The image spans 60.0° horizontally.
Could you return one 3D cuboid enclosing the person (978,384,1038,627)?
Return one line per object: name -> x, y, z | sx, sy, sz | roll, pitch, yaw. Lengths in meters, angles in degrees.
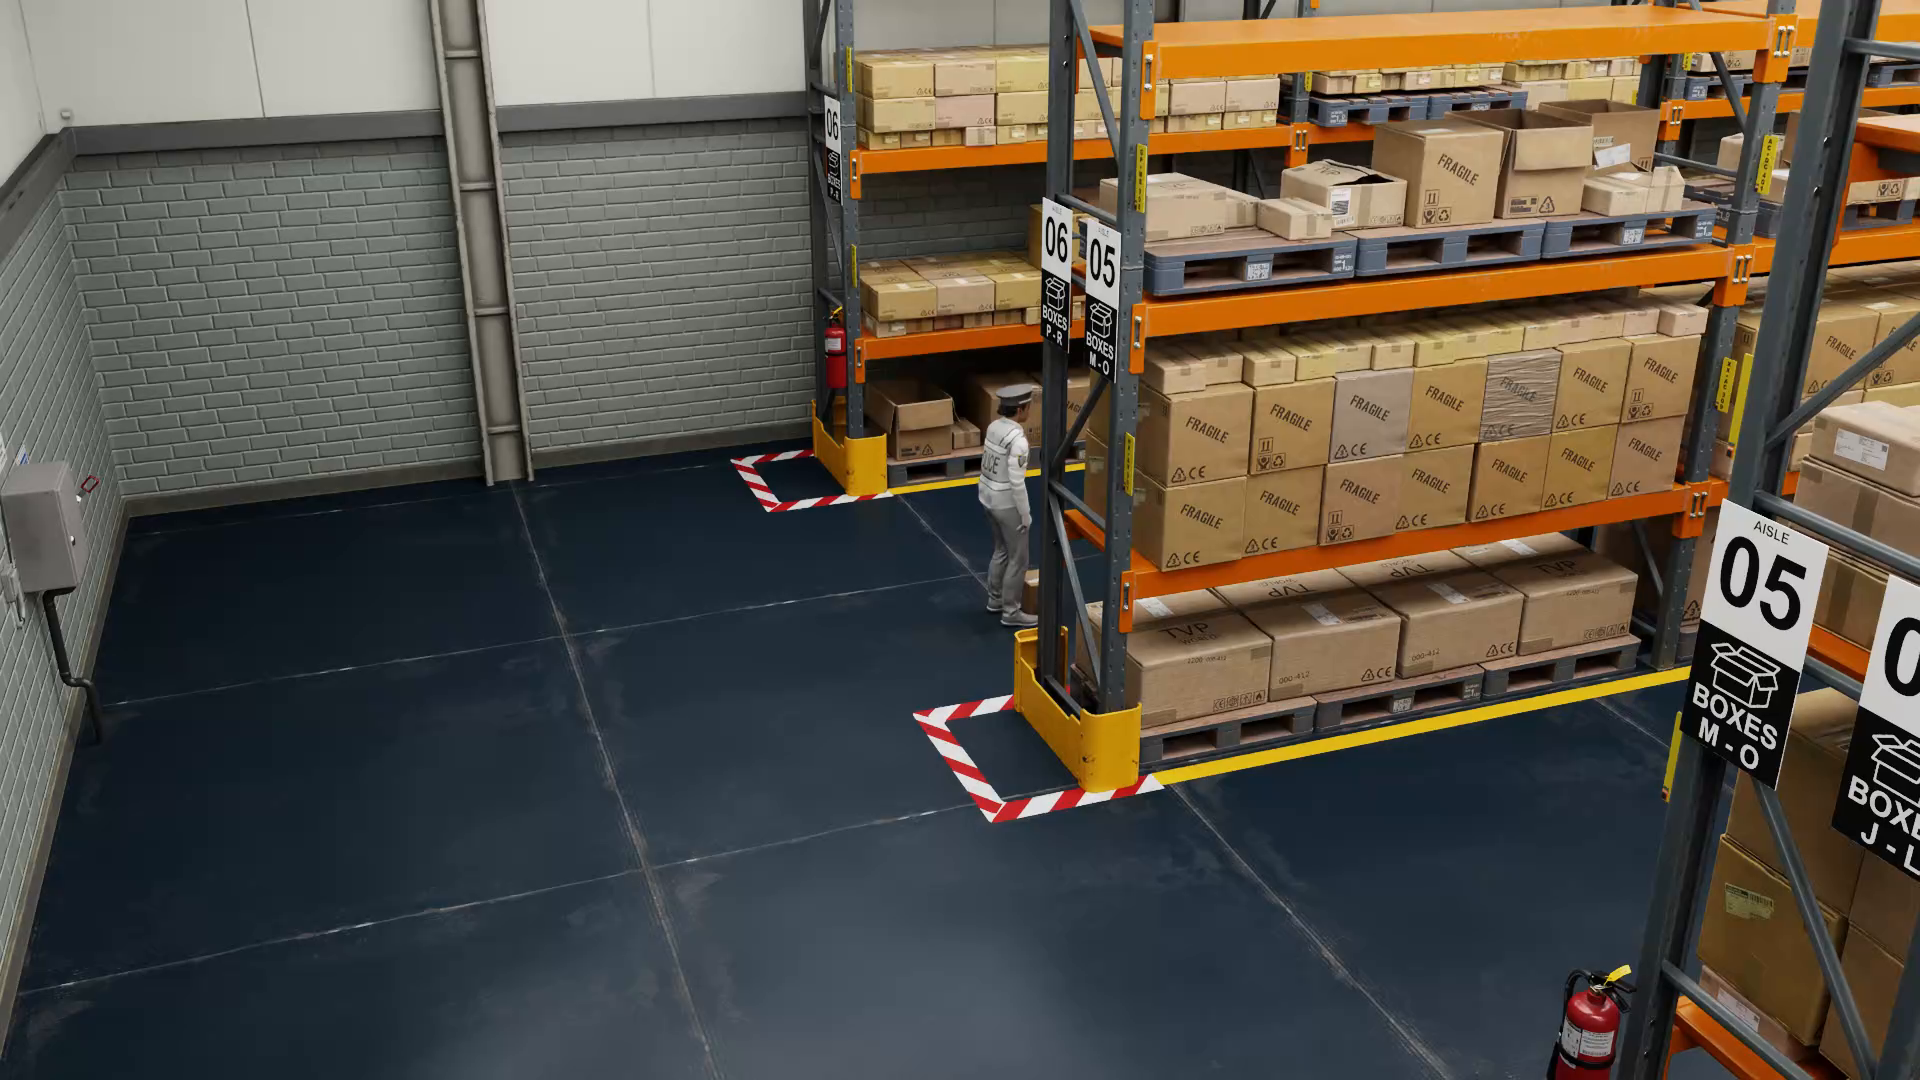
person -> 0.331, -0.243, 11.394 | 0.373, 1.662, 0.536 | -10, 25, -22
